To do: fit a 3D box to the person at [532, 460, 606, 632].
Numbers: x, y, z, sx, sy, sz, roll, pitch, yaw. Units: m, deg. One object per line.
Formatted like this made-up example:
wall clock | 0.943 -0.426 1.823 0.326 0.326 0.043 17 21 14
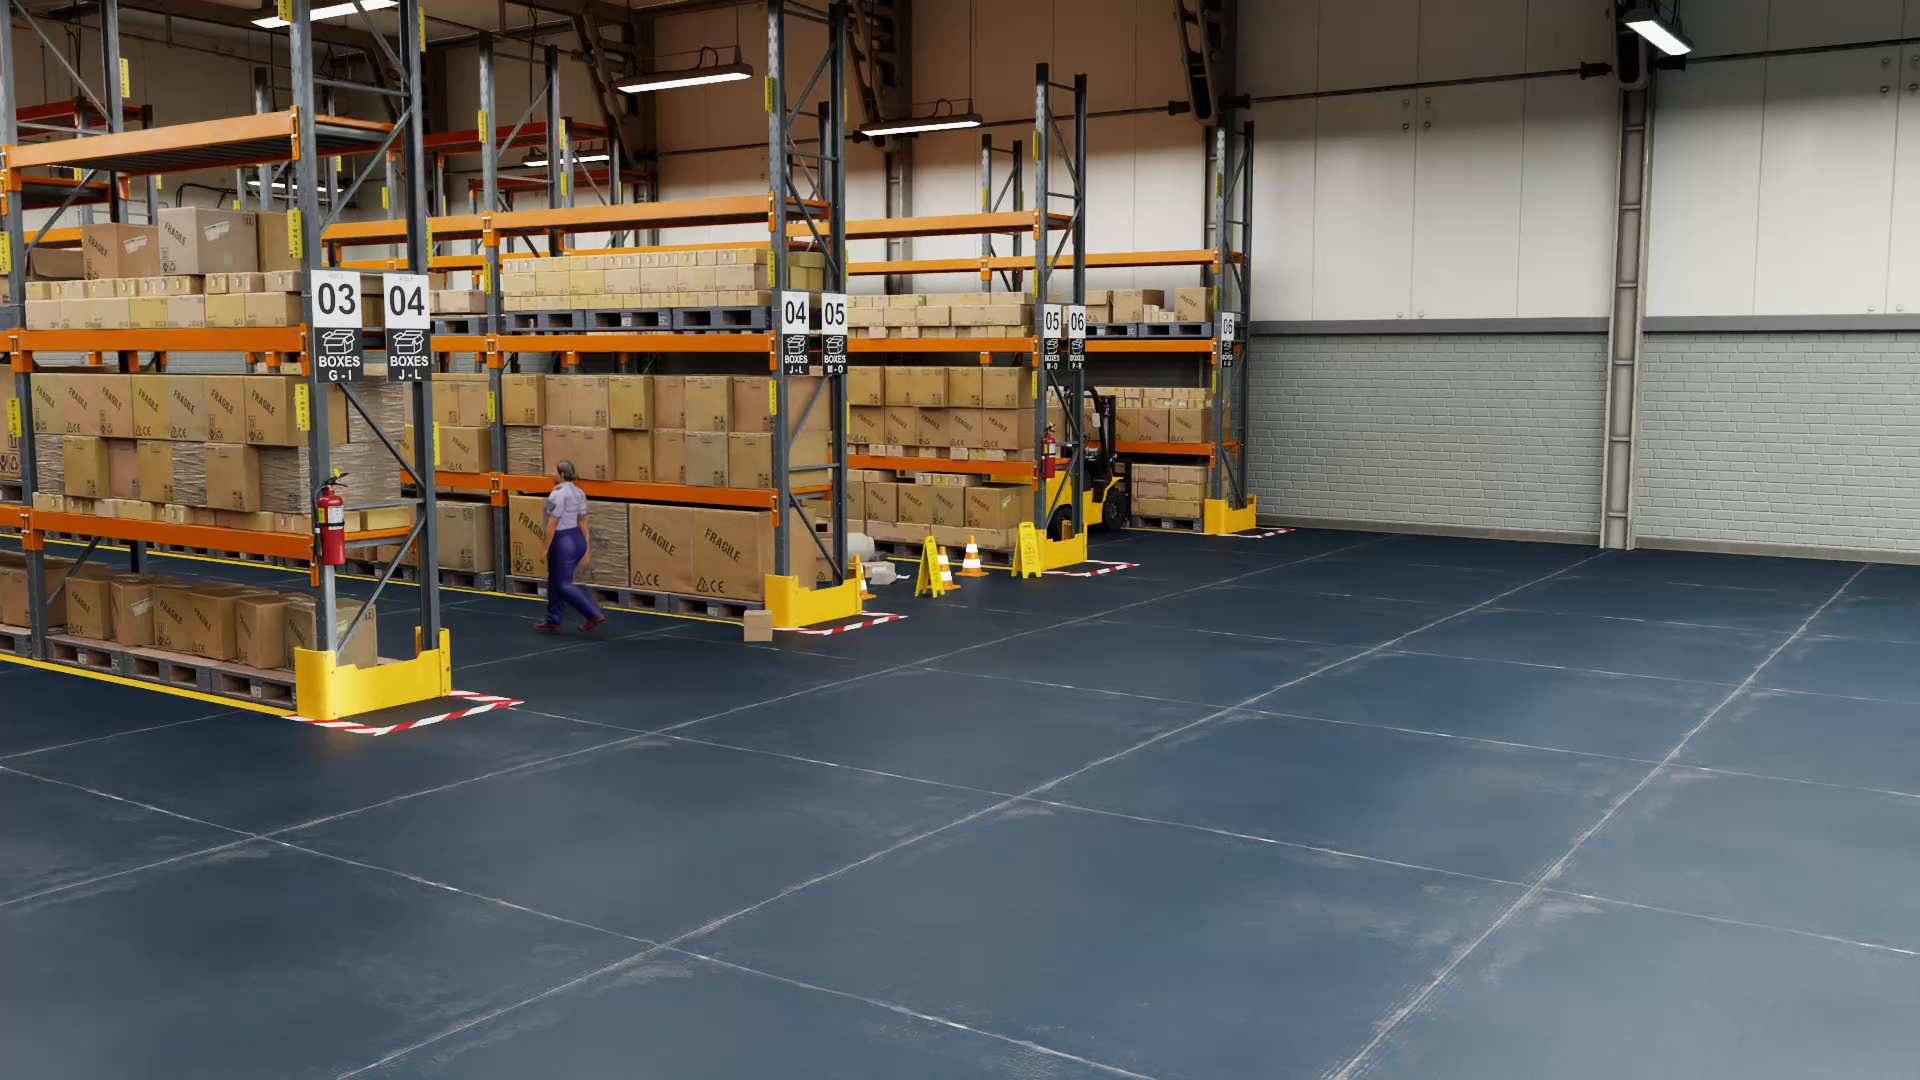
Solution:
person | -3.643 0.069 15.373 0.856 1.613 0.485 2 7 16
